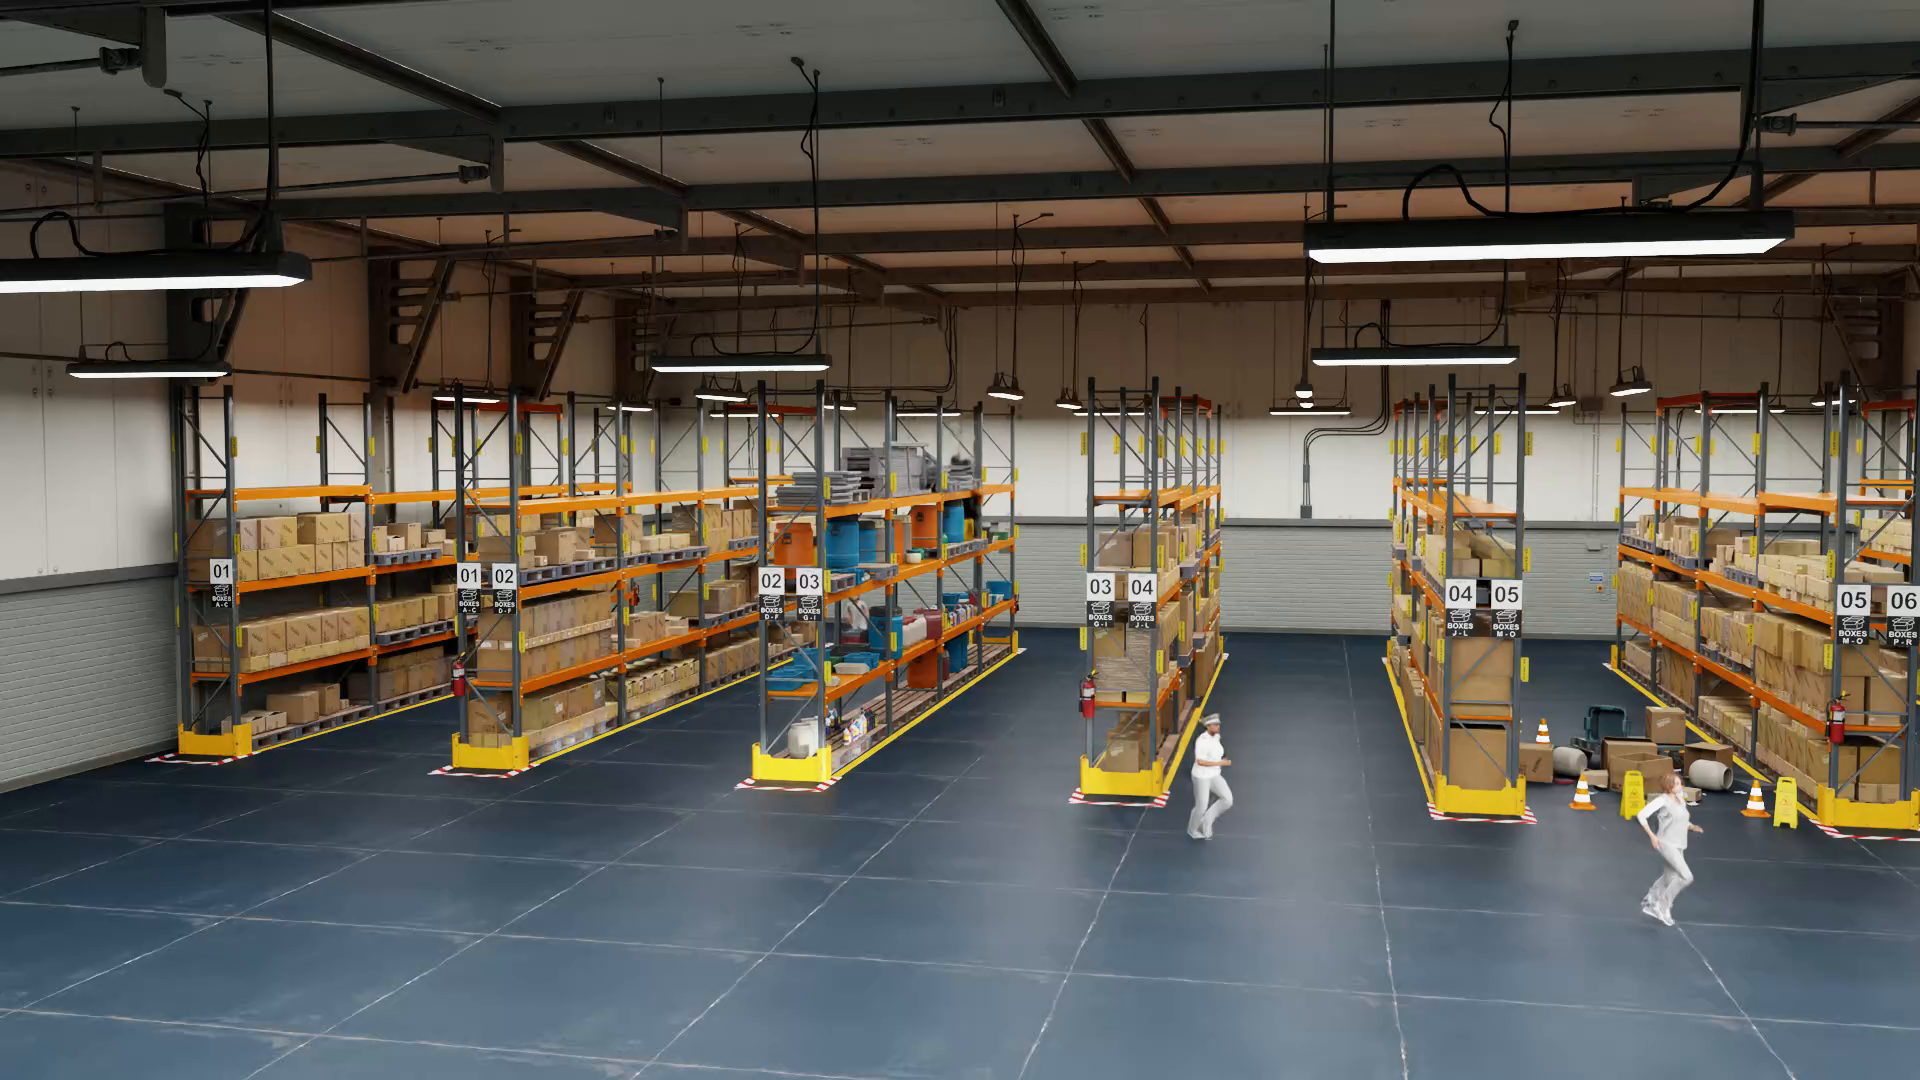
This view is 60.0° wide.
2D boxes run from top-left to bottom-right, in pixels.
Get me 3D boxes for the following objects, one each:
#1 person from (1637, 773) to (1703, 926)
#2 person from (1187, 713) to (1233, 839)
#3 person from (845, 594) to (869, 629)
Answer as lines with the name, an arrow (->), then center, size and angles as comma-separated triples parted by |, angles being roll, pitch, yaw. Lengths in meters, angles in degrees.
person -> 7.431, 3.226, 17.366 | 0.508, 1.587, 0.657 | -3, 4, -39
person -> 3.166, 2.984, 21.003 | 0.611, 1.644, 0.750 | -3, 4, -43
person -> -2.448, 1.974, 39.492 | 0.568, 1.537, 0.608 | 0, 3, -2
